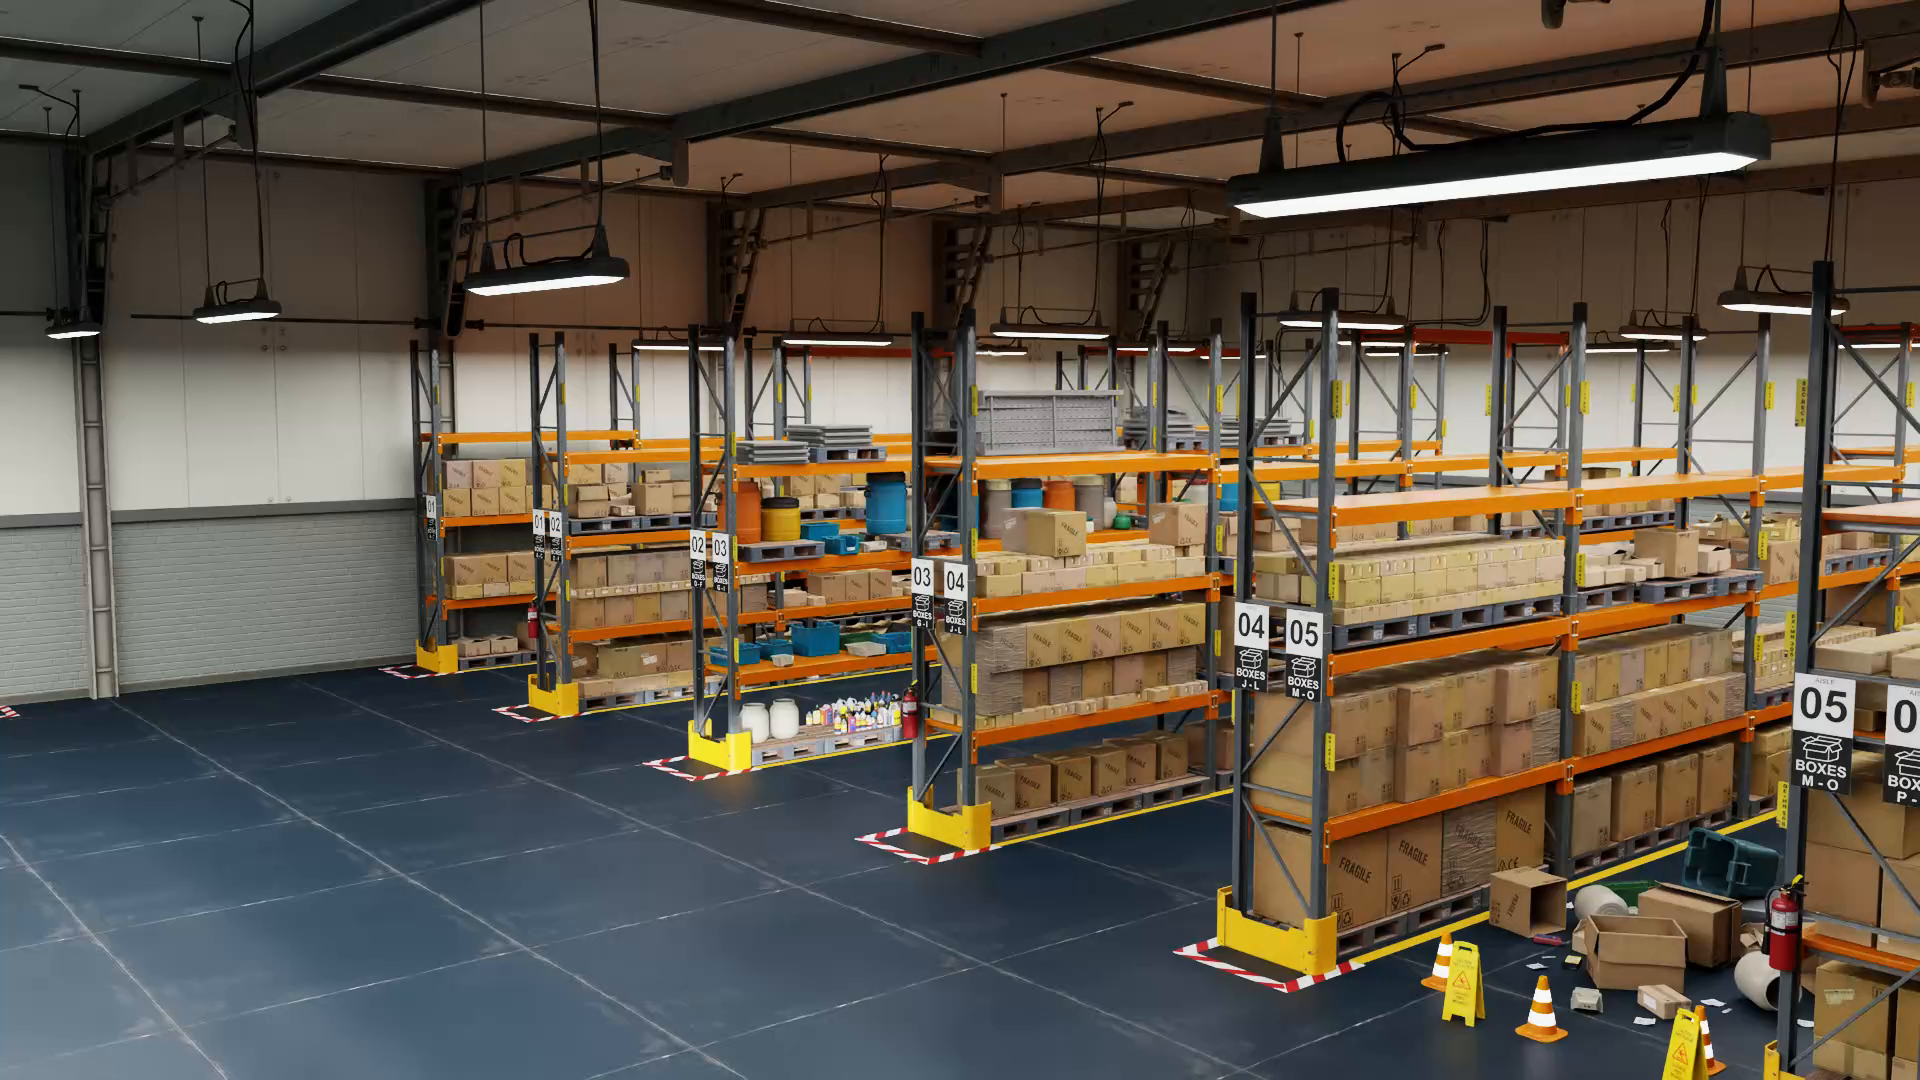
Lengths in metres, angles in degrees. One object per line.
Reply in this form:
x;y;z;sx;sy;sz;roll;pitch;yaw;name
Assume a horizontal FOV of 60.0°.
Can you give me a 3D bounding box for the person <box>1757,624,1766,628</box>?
12.106;2.054;24.927;0.661;1.666;0.877;5;7;42;person
